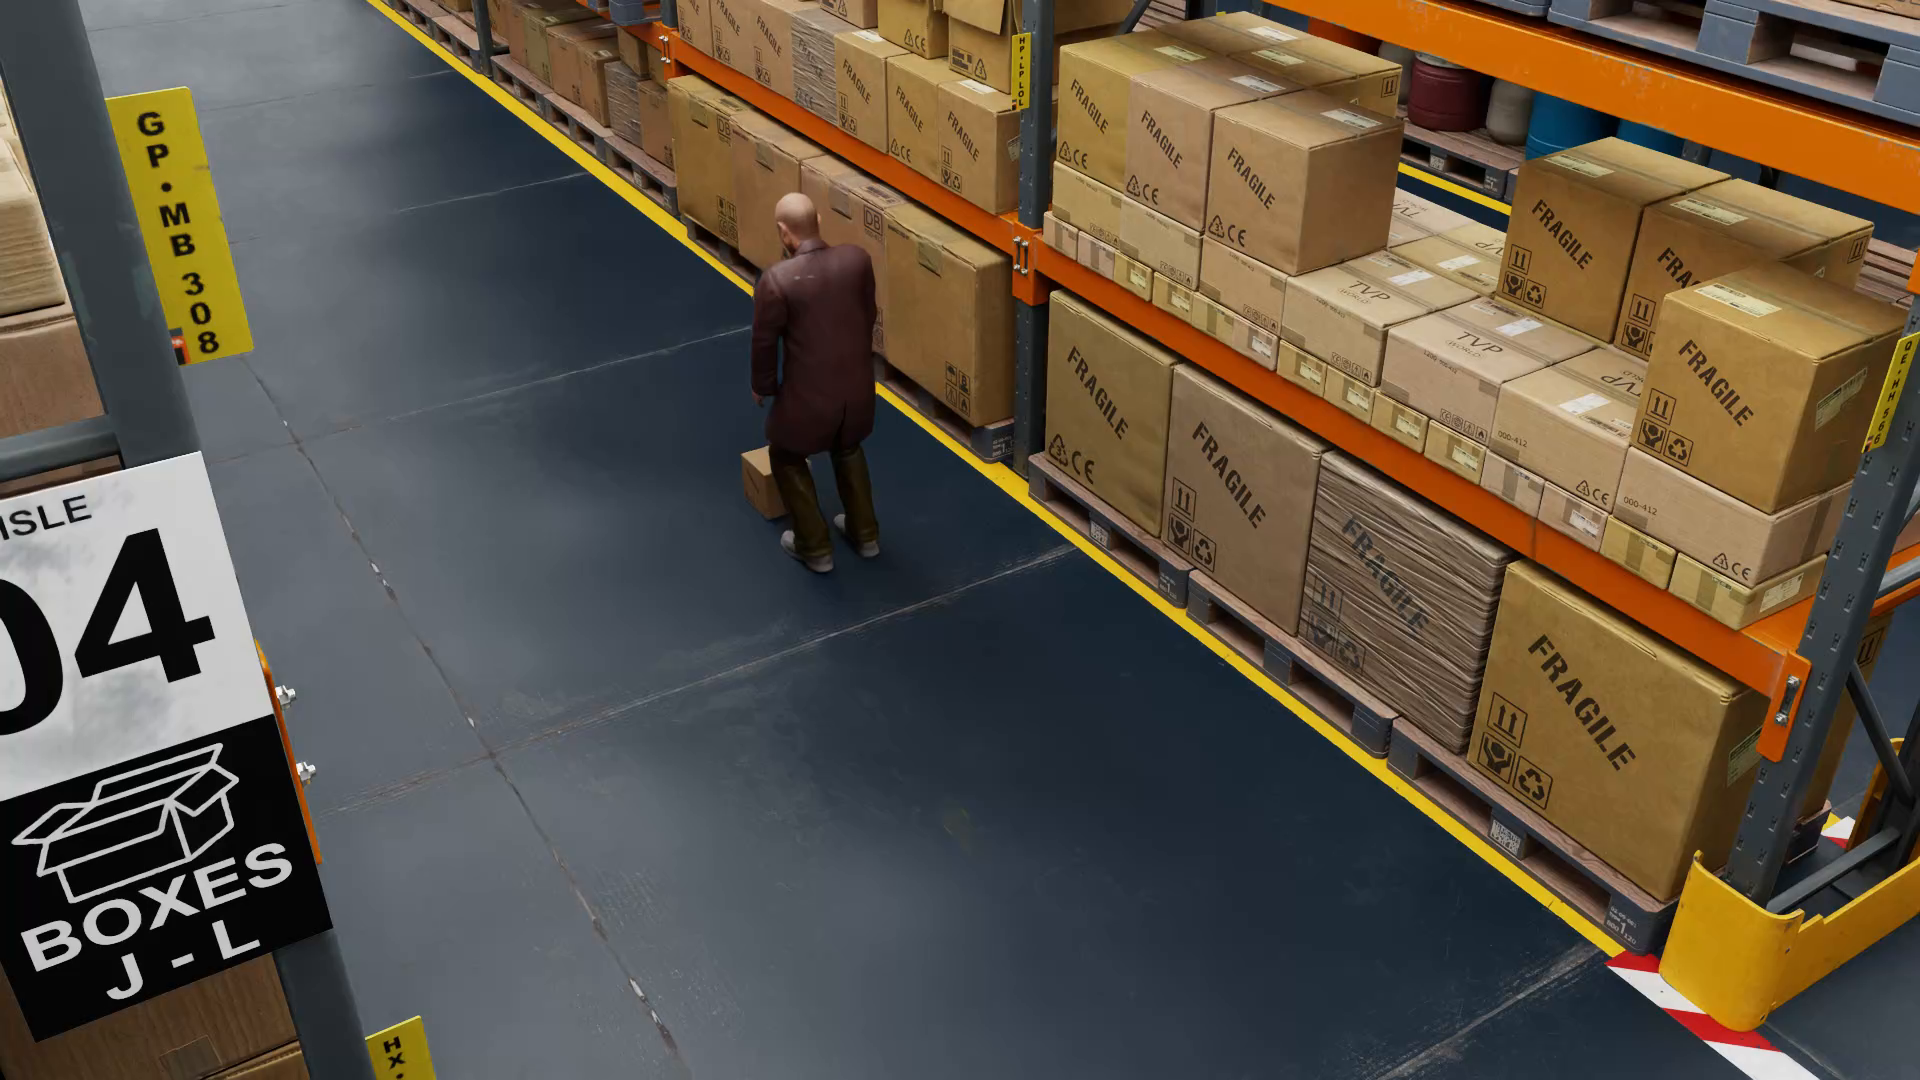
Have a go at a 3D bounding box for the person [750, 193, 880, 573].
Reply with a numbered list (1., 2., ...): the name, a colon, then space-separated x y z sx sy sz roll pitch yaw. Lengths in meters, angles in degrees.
1. person: -0.629 -0.670 7.286 0.595 1.715 0.449 -18 36 -26
